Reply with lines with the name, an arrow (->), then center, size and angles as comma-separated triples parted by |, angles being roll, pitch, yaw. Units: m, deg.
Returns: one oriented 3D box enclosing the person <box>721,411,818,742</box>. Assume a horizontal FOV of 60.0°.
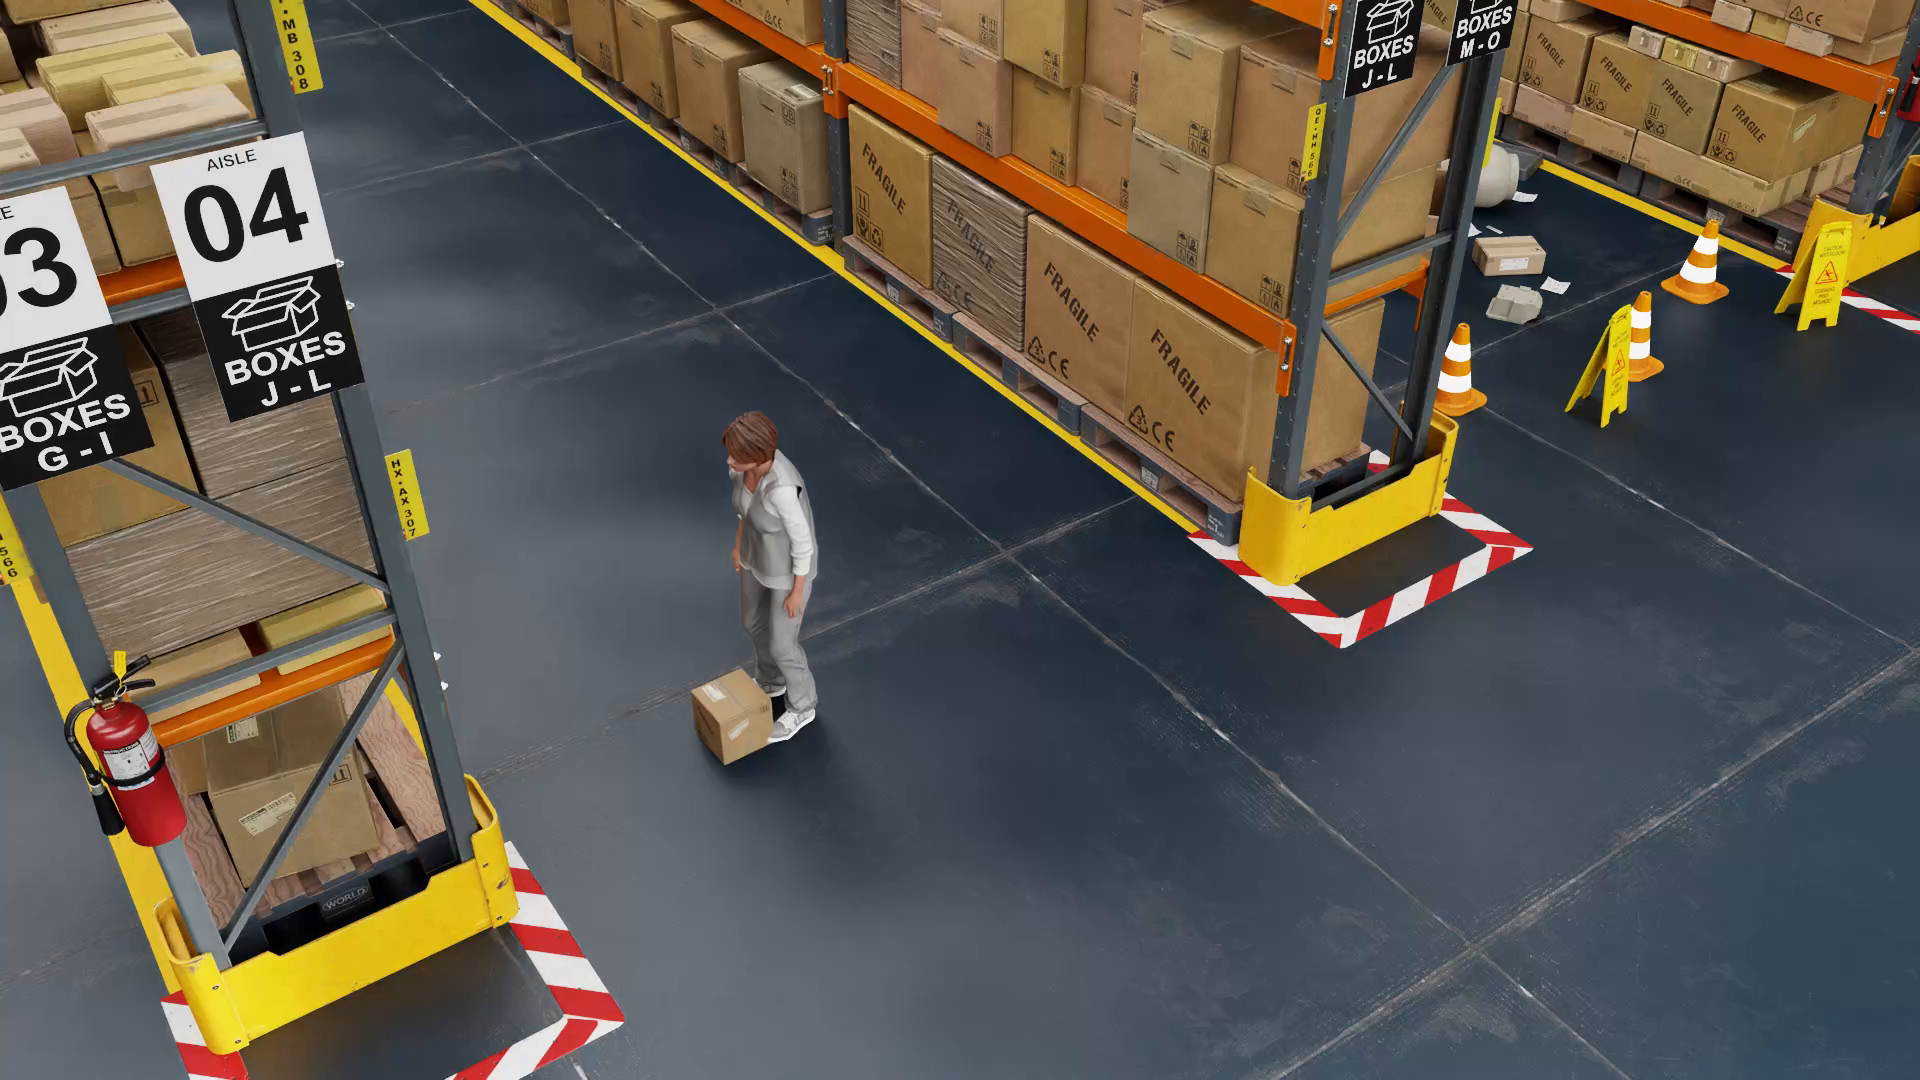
person -> -0.775, 0.130, 6.836 | 0.347, 1.592, 0.480 | -26, 44, -30
